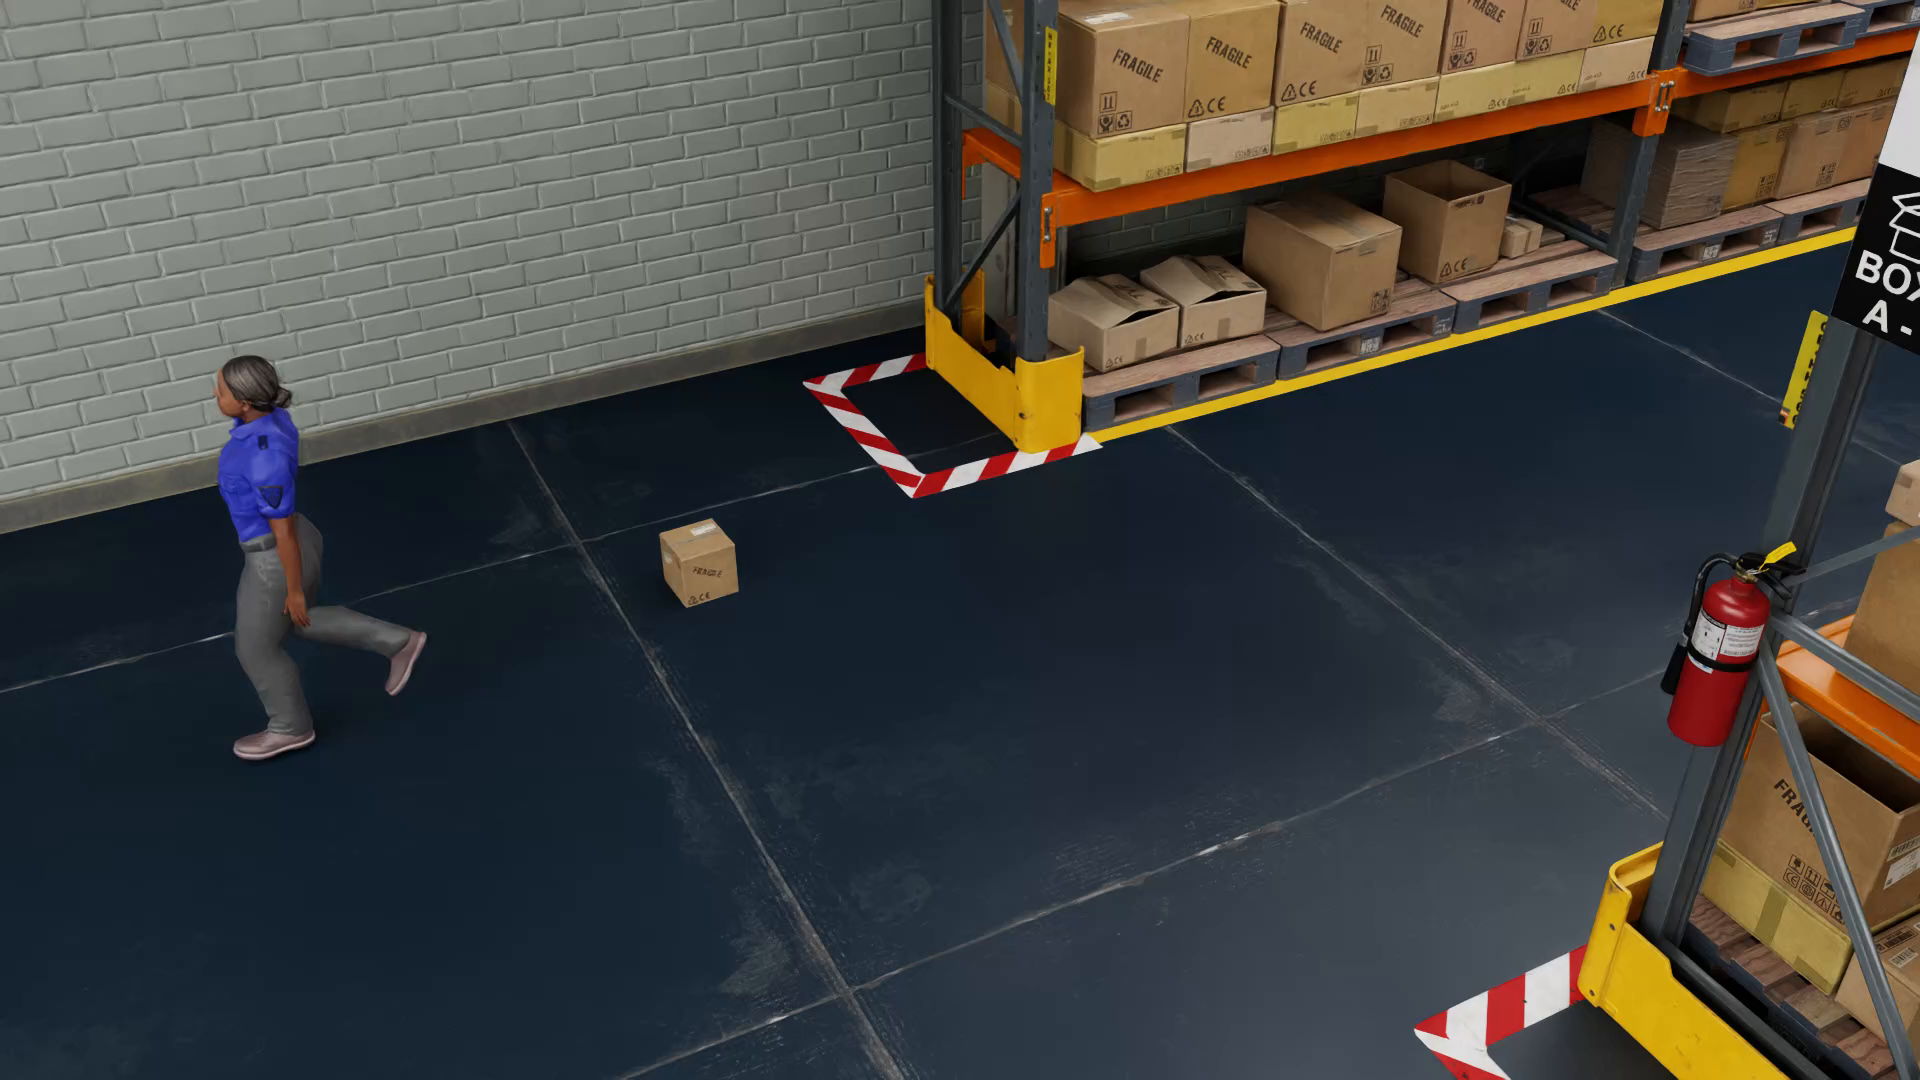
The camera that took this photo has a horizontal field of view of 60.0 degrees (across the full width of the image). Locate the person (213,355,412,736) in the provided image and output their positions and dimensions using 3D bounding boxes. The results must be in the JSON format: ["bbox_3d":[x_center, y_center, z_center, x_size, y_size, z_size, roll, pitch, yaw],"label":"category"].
[{"bbox_3d":[-2.396,0.019,6.041,0.594,1.559,0.461,-9,34,-13],"label":"person"}]
